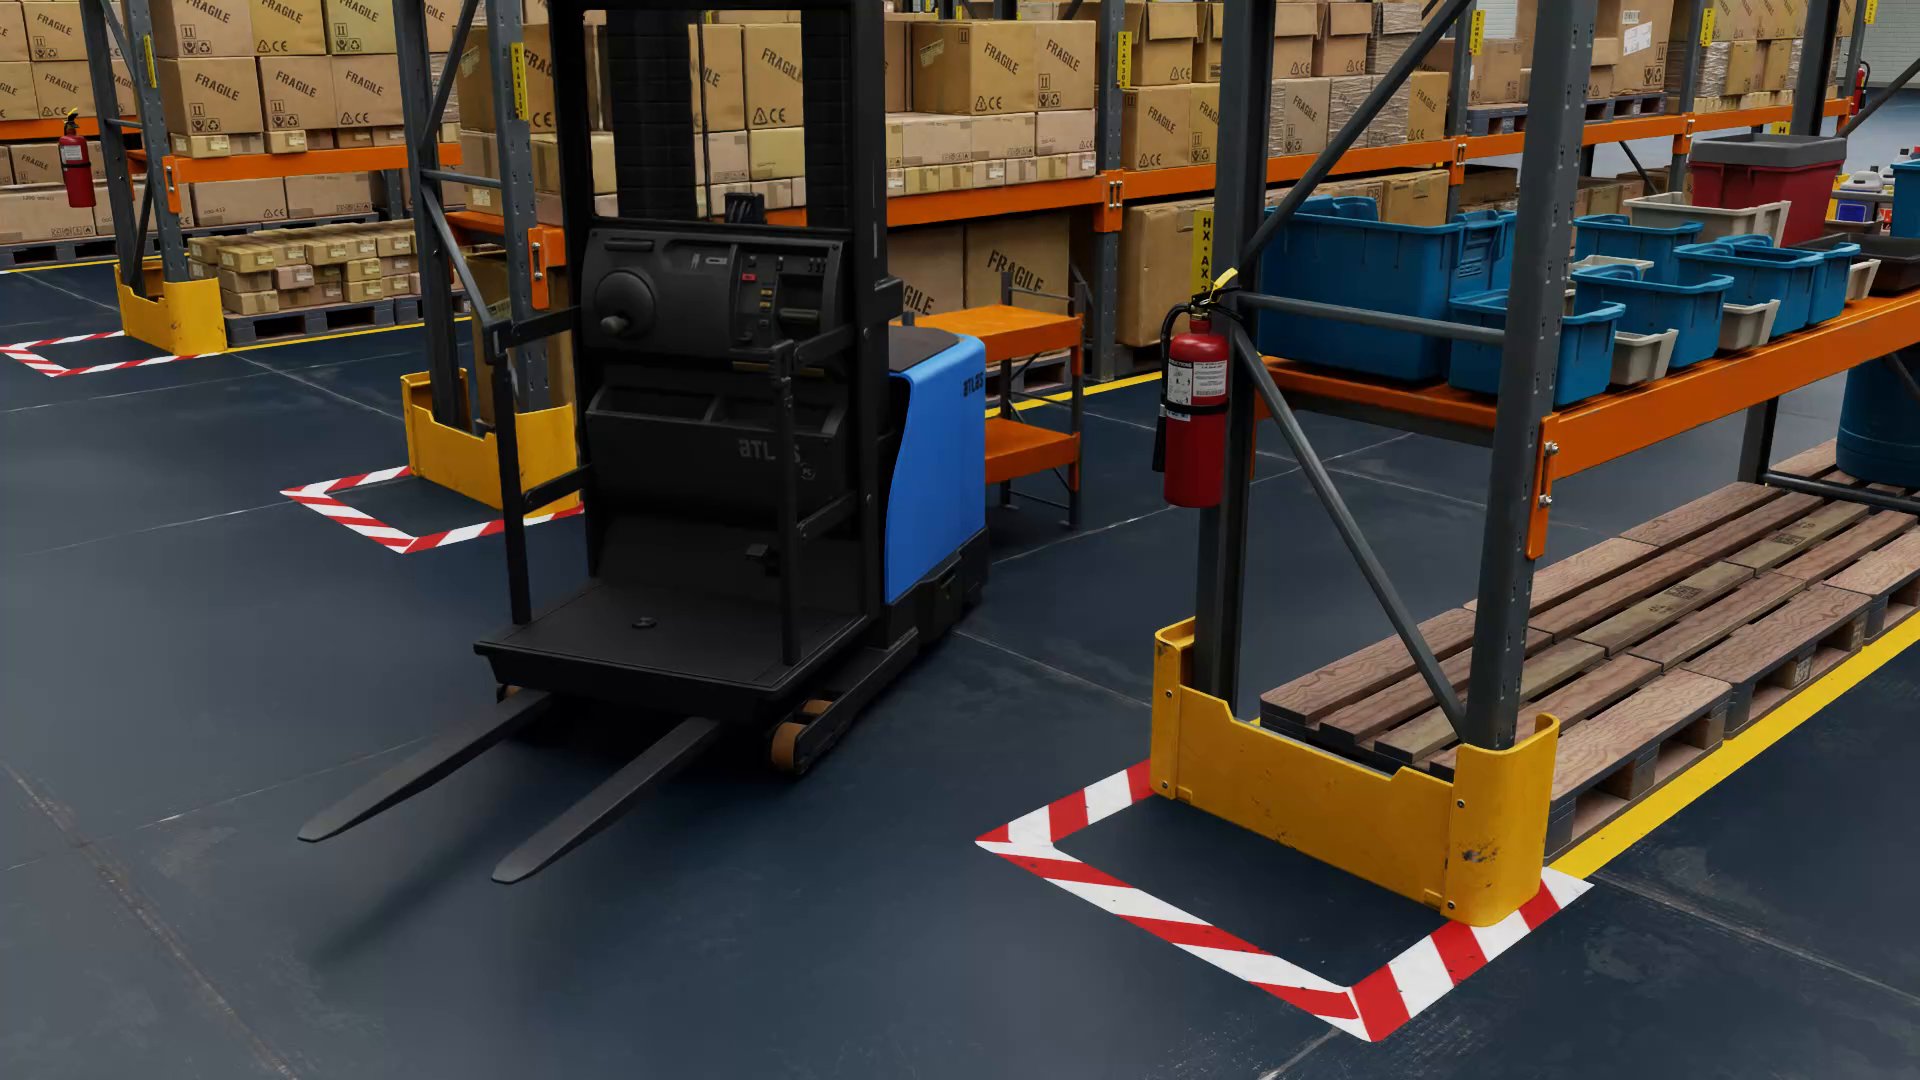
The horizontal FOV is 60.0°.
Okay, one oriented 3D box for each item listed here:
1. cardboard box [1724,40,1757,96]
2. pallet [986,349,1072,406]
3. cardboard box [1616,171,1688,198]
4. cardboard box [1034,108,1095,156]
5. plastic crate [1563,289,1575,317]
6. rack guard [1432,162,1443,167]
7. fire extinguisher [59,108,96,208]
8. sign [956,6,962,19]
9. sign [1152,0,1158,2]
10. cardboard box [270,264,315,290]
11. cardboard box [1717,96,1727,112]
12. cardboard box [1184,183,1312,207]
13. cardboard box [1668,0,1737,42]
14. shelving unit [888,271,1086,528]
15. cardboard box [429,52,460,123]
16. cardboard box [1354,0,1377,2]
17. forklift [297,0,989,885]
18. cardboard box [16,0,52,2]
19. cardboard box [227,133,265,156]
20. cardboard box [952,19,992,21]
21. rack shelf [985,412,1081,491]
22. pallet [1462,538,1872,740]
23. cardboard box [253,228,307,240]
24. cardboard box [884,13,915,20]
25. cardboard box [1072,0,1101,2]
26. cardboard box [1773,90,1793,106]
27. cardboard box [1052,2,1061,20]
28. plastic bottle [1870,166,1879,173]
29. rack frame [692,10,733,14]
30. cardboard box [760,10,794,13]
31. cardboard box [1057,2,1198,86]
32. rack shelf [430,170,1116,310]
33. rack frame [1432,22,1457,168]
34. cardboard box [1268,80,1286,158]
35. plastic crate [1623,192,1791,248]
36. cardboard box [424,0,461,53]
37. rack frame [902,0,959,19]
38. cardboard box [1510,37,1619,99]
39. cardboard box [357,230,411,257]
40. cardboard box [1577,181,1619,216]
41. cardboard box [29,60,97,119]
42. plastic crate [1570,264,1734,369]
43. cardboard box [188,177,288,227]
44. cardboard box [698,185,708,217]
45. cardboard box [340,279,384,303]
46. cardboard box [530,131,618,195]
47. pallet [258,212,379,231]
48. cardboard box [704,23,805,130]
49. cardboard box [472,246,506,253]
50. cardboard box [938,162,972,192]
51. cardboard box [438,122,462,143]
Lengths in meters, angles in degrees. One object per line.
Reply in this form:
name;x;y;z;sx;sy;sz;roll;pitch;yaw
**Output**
cardboard box;7.166;-4.600;16.166;0.500;0.500;0.875;-16;24;-41
pallet;-0.010;-1.067;10.432;1.213;0.211;1.003;-16;24;-41
cardboard box;6.727;-3.318;16.228;0.500;0.500;0.500;17;25;42
cardboard box;0.456;-2.454;9.952;0.500;0.250;0.500;-17;24;-42
plastic crate;1.782;-0.754;5.276;0.243;0.136;0.396;-16;24;-41
rack guard;5.999;-5.028;22.183;0.348;0.500;1.175;-16;24;-41
fire extinguisher;-6.144;-2.658;11.549;0.183;0.674;0.296;-16;24;-41
sign;-0.015;-6.880;21.963;0.005;0.325;0.100;-16;24;-41
sign;2.874;-7.873;24.513;0.005;0.325;0.100;-16;24;-41
cardboard box;-4.850;-1.906;11.959;0.250;0.149;0.380;-16;24;-41
cardboard box;7.125;-4.200;15.982;0.250;0.149;0.380;-16;24;-41
cardboard box;1.696;-2.055;11.724;1.225;0.875;0.875;17;24;42
cardboard box;6.911;-4.935;15.576;0.500;0.500;0.500;-16;24;-41
shelving unit;0.004;-0.541;7.331;1.048;1.125;0.538;-16;24;-41
cardboard box;-4.026;-3.374;12.382;0.500;0.500;0.500;-17;25;-42
cardboard box;4.553;-6.361;20.245;0.500;0.550;0.875;-16;24;-41
forklift;-0.886;-0.802;5.205;1.130;2.935;3.031;7;19;20
cardboard box;-8.261;-4.856;14.762;0.250;0.149;0.380;-15;23;-39
cardboard box;-5.027;-2.761;11.544;0.250;0.149;0.380;-15;23;-39
cardboard box;0.073;-2.919;10.170;0.500;0.500;0.500;-16;24;-41
rack shelf;0.004;-0.309;7.406;1.000;0.278;0.538;-16;24;-41
pallet;2.605;0.324;6.143;1.213;0.211;1.003;-16;24;-41
cardboard box;-5.111;-2.241;12.511;0.250;0.149;0.380;-17;25;-42
cardboard box;-0.937;-6.587;21.612;0.500;0.500;0.500;-16;24;-41
cardboard box;1.613;-7.571;23.707;0.500;0.500;0.700;-17;24;-41
cardboard box;8.233;-4.512;16.944;0.250;0.149;0.380;-16;24;-41
cardboard box;0.868;-5.241;17.002;0.500;0.500;0.700;-17;24;-42
plastic bottle;4.200;-1.586;7.703;0.133;0.283;0.061;-16;24;-41
rack frame;-3.812;-7.564;25.951;0.127;3.000;1.000;-16;24;-41
cardboard box;-2.311;-6.712;20.947;0.380;0.149;0.250;17;24;41
cardboard box;1.055;-3.199;10.698;0.637;0.503;0.797;-17;25;-42
rack shelf;-0.857;-1.771;9.249;4.000;0.370;1.077;-16;24;-41
rack frame;5.981;-6.212;21.782;0.127;3.000;1.000;-16;24;-41
cardboard box;1.831;-2.838;11.213;0.500;0.500;0.500;-17;25;-42
plastic crate;2.763;-1.117;6.160;0.530;0.282;0.437;-16;24;-41
cardboard box;-4.012;-3.845;12.214;0.500;0.500;0.500;17;25;42
rack frame;-0.399;-6.453;22.523;0.127;3.000;1.000;-16;24;-41
cardboard box;5.213;-4.093;14.396;0.637;0.503;0.797;-13;22;-35
cardboard box;-4.310;-2.221;12.449;0.250;0.149;0.380;-15;23;-39
cardboard box;5.589;-3.030;15.306;0.500;0.500;0.700;-16;24;-41
cardboard box;-8.224;-4.108;15.130;0.500;0.500;0.500;-17;24;-42
plastic crate;1.977;-0.646;4.788;0.300;0.233;0.416;-16;24;-41
cardboard box;-7.392;-3.440;16.703;0.875;0.438;0.875;17;25;42
cardboard box;-1.454;-1.680;8.210;0.250;0.149;0.380;-17;25;-42
cardboard box;-4.473;-1.862;12.307;0.250;0.149;0.380;-16;24;-40
cardboard box;-1.776;-1.800;7.935;0.500;0.250;0.500;-17;25;-42
pallet;-6.819;-3.287;17.282;1.213;0.211;1.003;-16;24;-41
cardboard box;-1.040;-2.374;8.489;0.500;0.500;0.500;-17;25;-42
cardboard box;-3.749;-2.254;13.033;0.380;0.149;0.250;17;24;41
cardboard box;-0.148;-2.061;9.385;0.250;0.149;0.380;-16;24;-40
cardboard box;-3.871;-3.090;12.558;0.250;0.149;0.380;-16;24;-40
